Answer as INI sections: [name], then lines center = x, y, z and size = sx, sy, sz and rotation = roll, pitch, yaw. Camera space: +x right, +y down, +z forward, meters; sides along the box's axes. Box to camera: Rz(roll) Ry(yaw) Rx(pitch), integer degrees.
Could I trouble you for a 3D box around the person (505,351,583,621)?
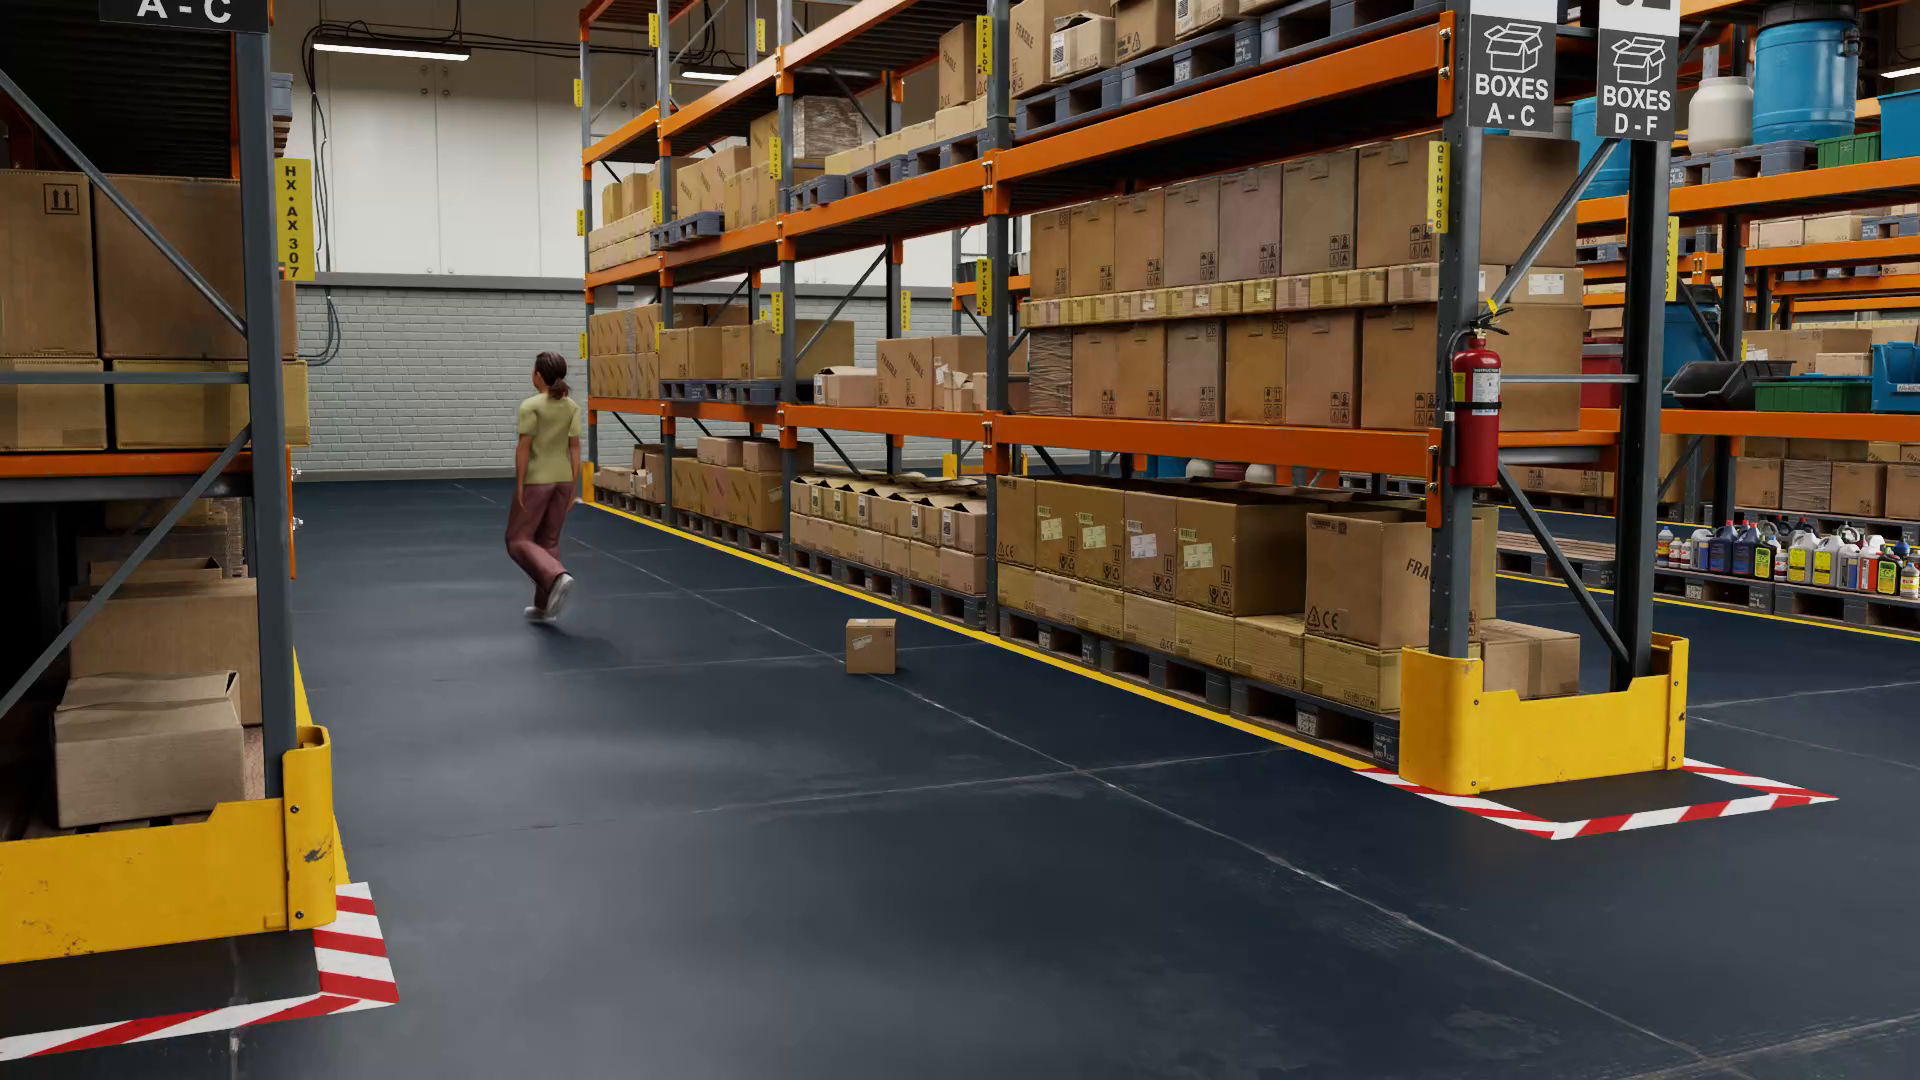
[person]
center = -2.499, -0.316, 10.105
size = 0.660, 1.652, 0.443
rotation = 5, 7, 41
